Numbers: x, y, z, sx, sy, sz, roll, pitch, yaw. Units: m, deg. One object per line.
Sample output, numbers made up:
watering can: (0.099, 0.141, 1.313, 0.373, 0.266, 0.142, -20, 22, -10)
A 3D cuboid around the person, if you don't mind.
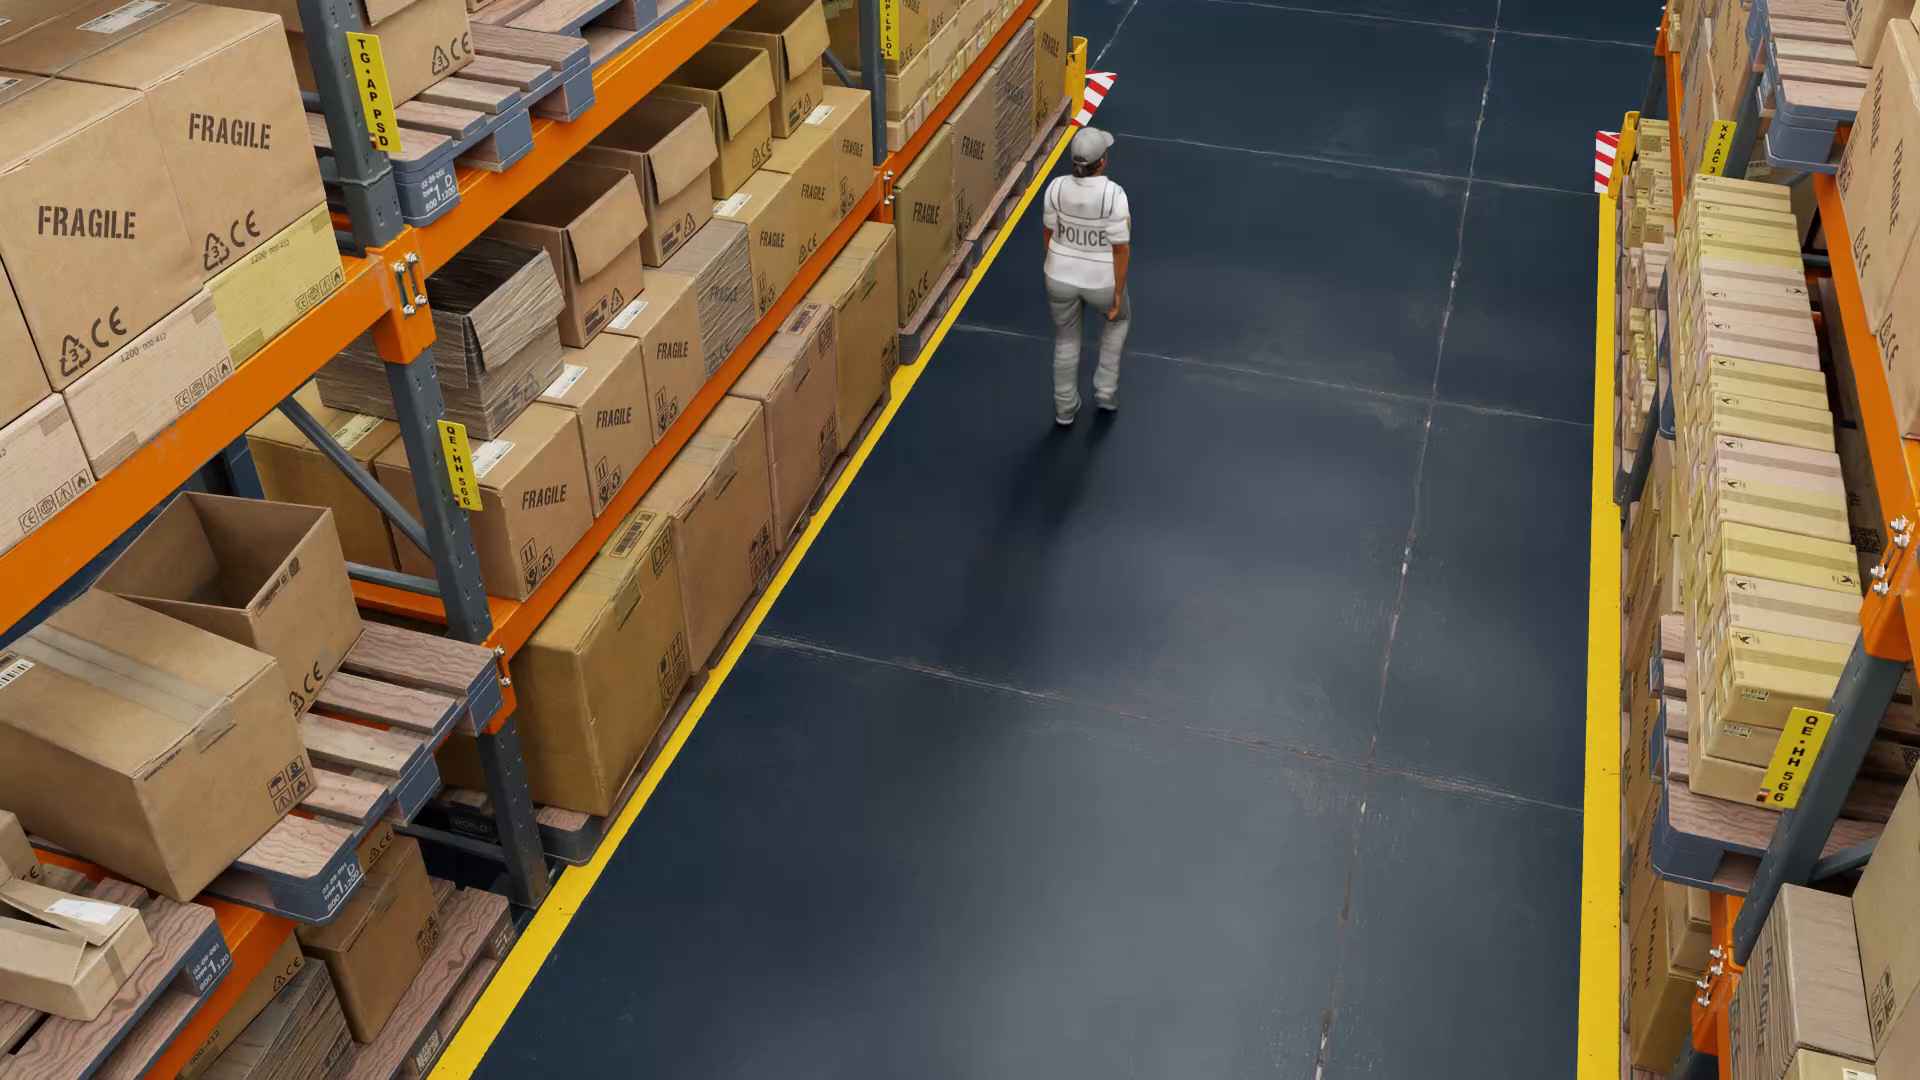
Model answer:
person: (0.666, -1.369, 8.698, 0.479, 1.712, 0.475, 10, 38, 13)
